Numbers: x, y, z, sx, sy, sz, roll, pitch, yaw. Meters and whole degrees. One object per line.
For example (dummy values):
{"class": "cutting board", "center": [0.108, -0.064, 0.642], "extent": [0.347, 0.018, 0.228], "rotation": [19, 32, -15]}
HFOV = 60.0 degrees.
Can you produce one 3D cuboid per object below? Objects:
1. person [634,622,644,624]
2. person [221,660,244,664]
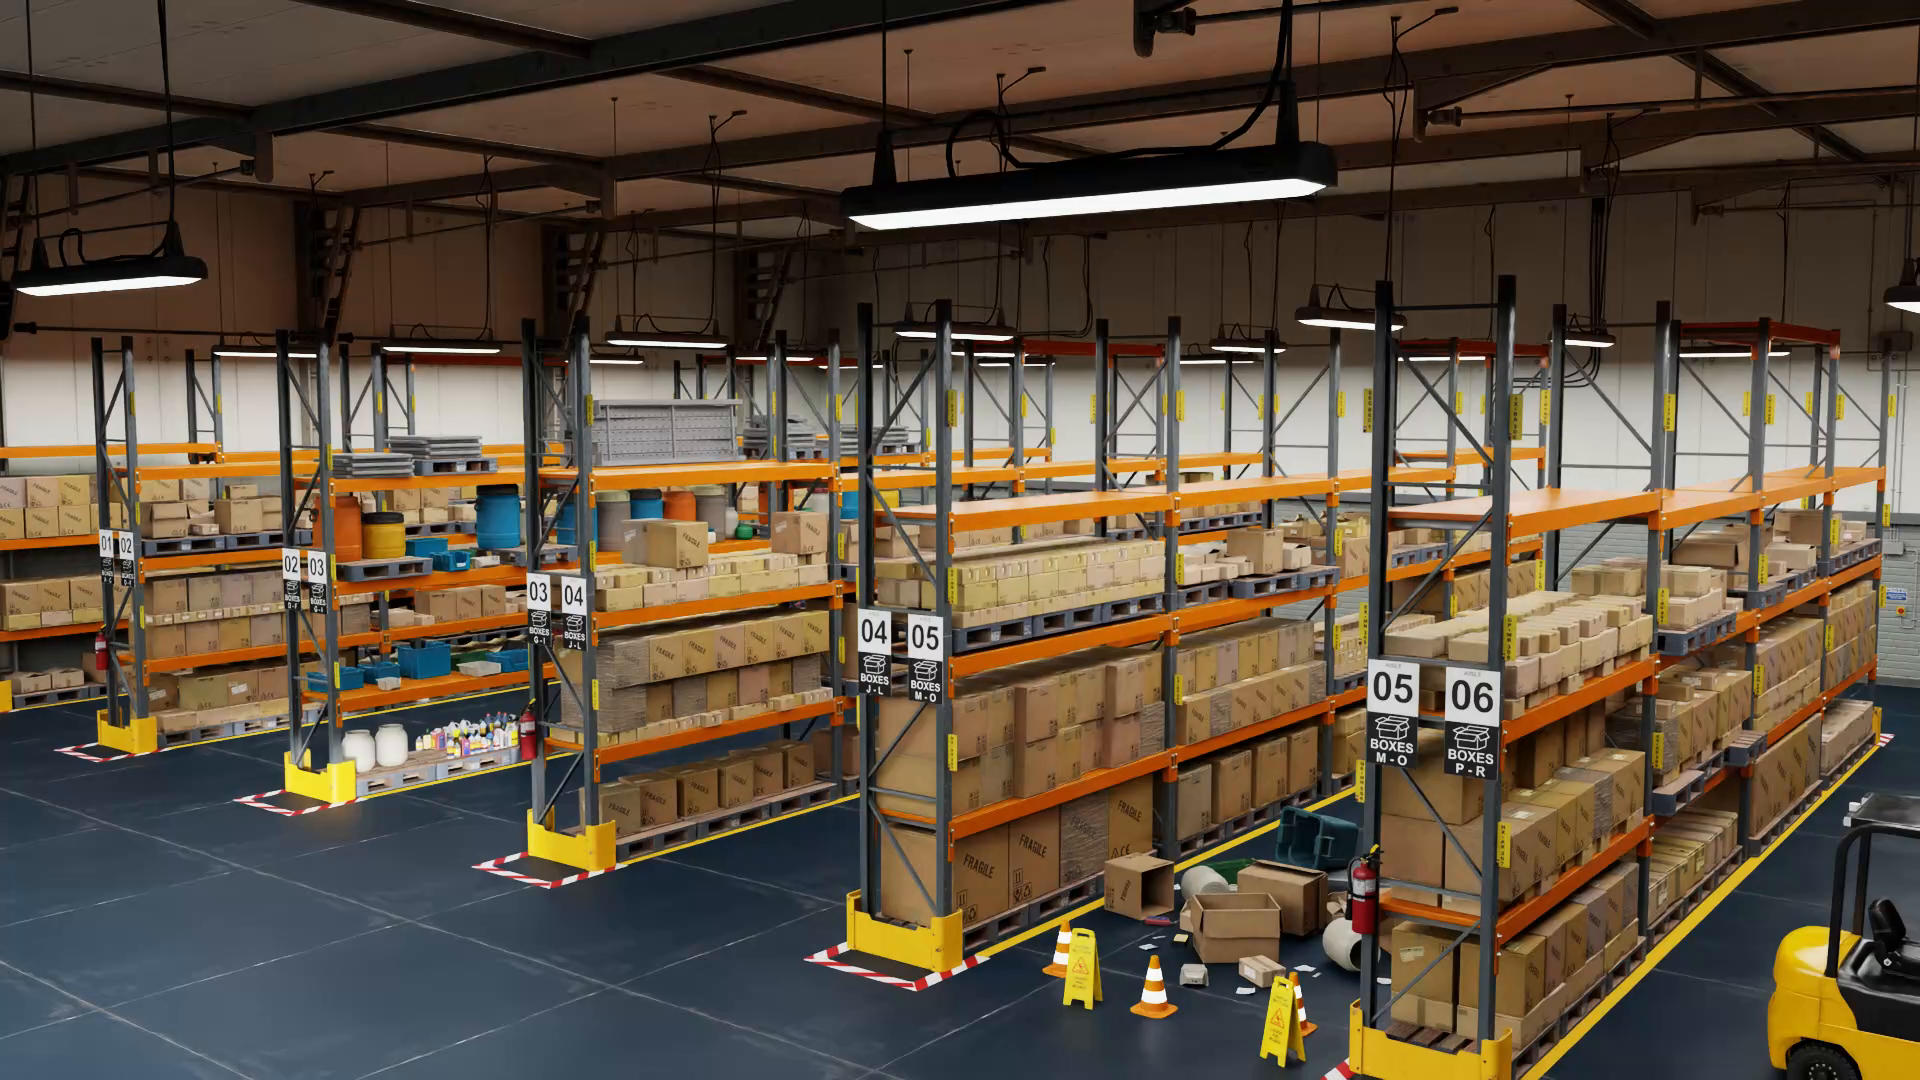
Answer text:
{"class": "person", "center": [-5.584, 1.705, 29.749], "extent": [0.620, 1.764, 0.701], "rotation": [3, 6, 29]}
{"class": "person", "center": [-12.775, 1.736, 29.399], "extent": [0.620, 1.762, 0.717], "rotation": [2, 5, 22]}
